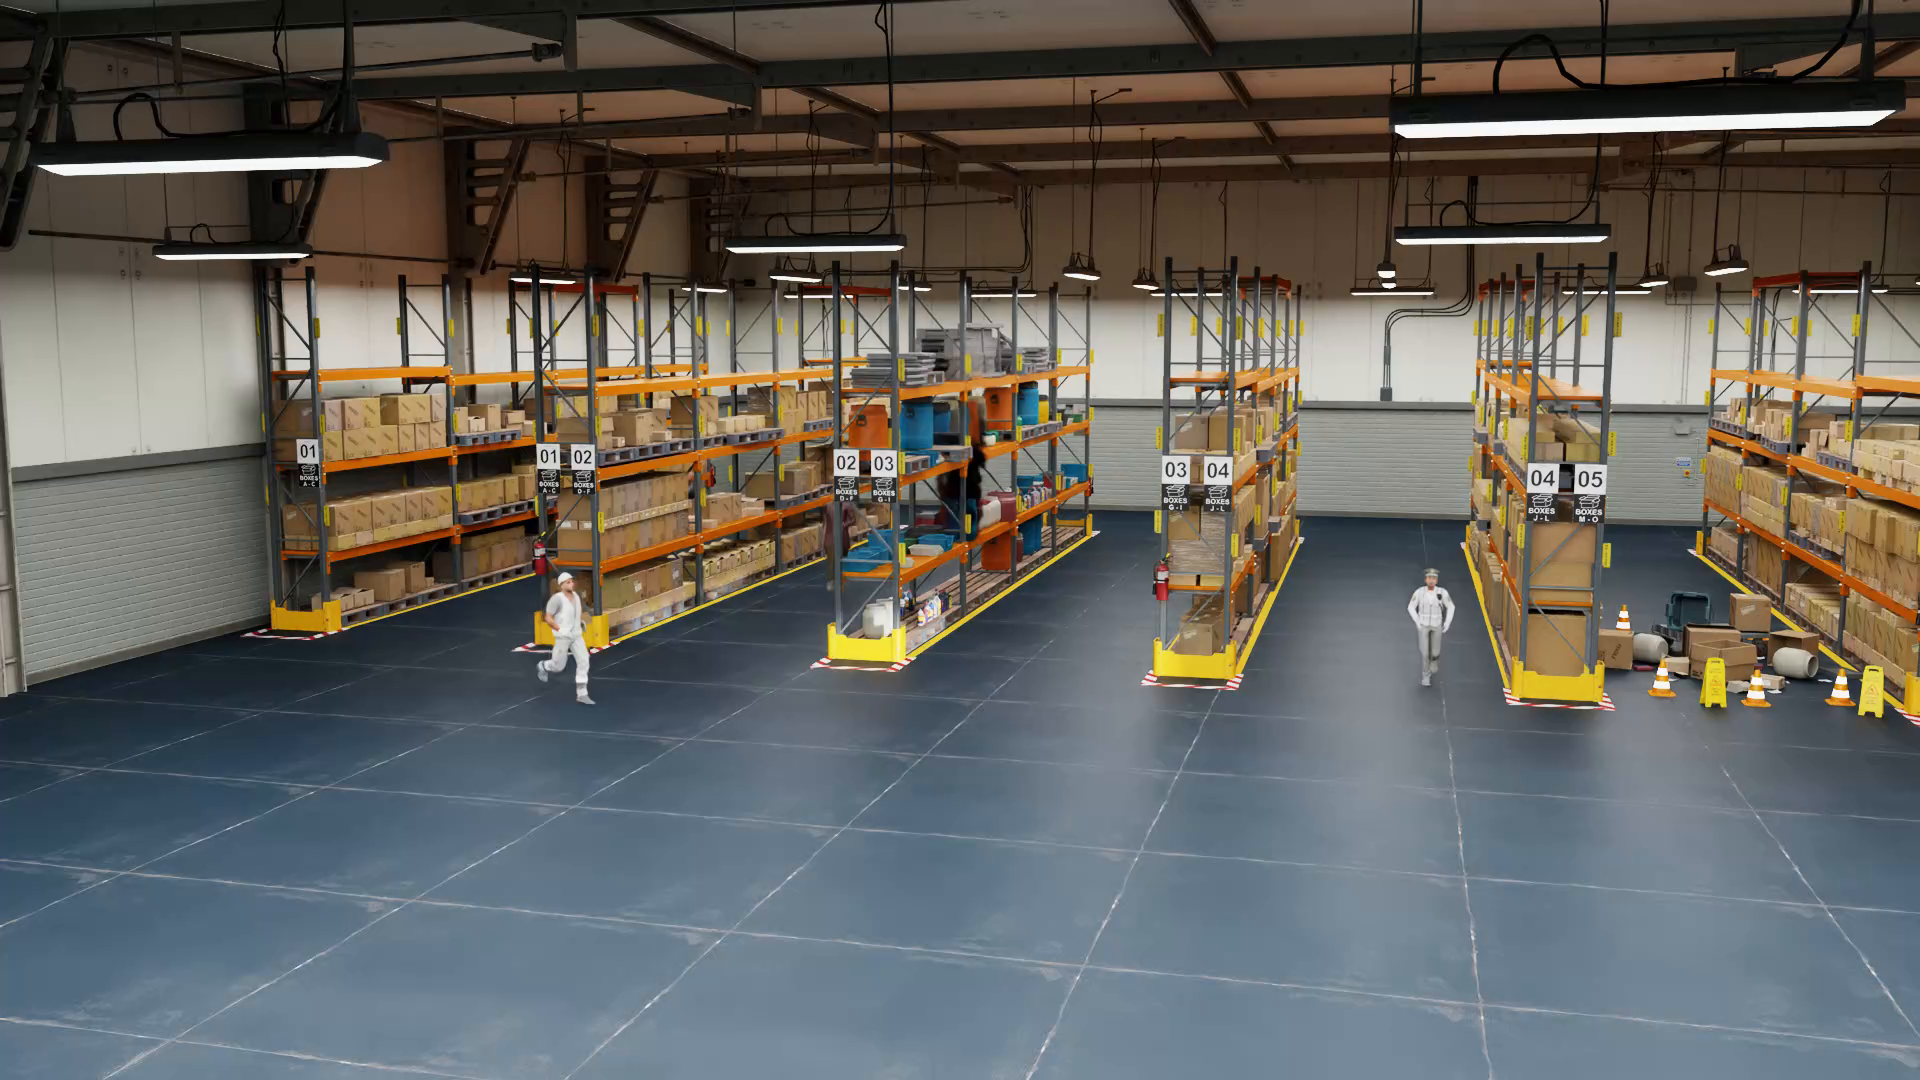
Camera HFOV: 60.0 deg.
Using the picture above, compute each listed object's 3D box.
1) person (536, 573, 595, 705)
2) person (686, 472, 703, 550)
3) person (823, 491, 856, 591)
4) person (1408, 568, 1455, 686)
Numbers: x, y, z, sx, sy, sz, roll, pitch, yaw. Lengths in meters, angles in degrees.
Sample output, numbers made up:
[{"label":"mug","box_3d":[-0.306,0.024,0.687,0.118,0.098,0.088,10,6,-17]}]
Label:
[{"label":"person","box_3d":[-5.325,1.315,22.436,1.049,1.767,0.634,6,9,40]},{"label":"person","box_3d":[-6.187,-0.693,38.170,0.676,1.751,0.854,1,7,8]},{"label":"person","box_3d":[-2.234,-0.034,30.632,0.674,1.816,1.187,1,7,7]},{"label":"person","box_3d":[6.673,1.210,23.578,0.643,1.664,0.582,2,7,14]}]
